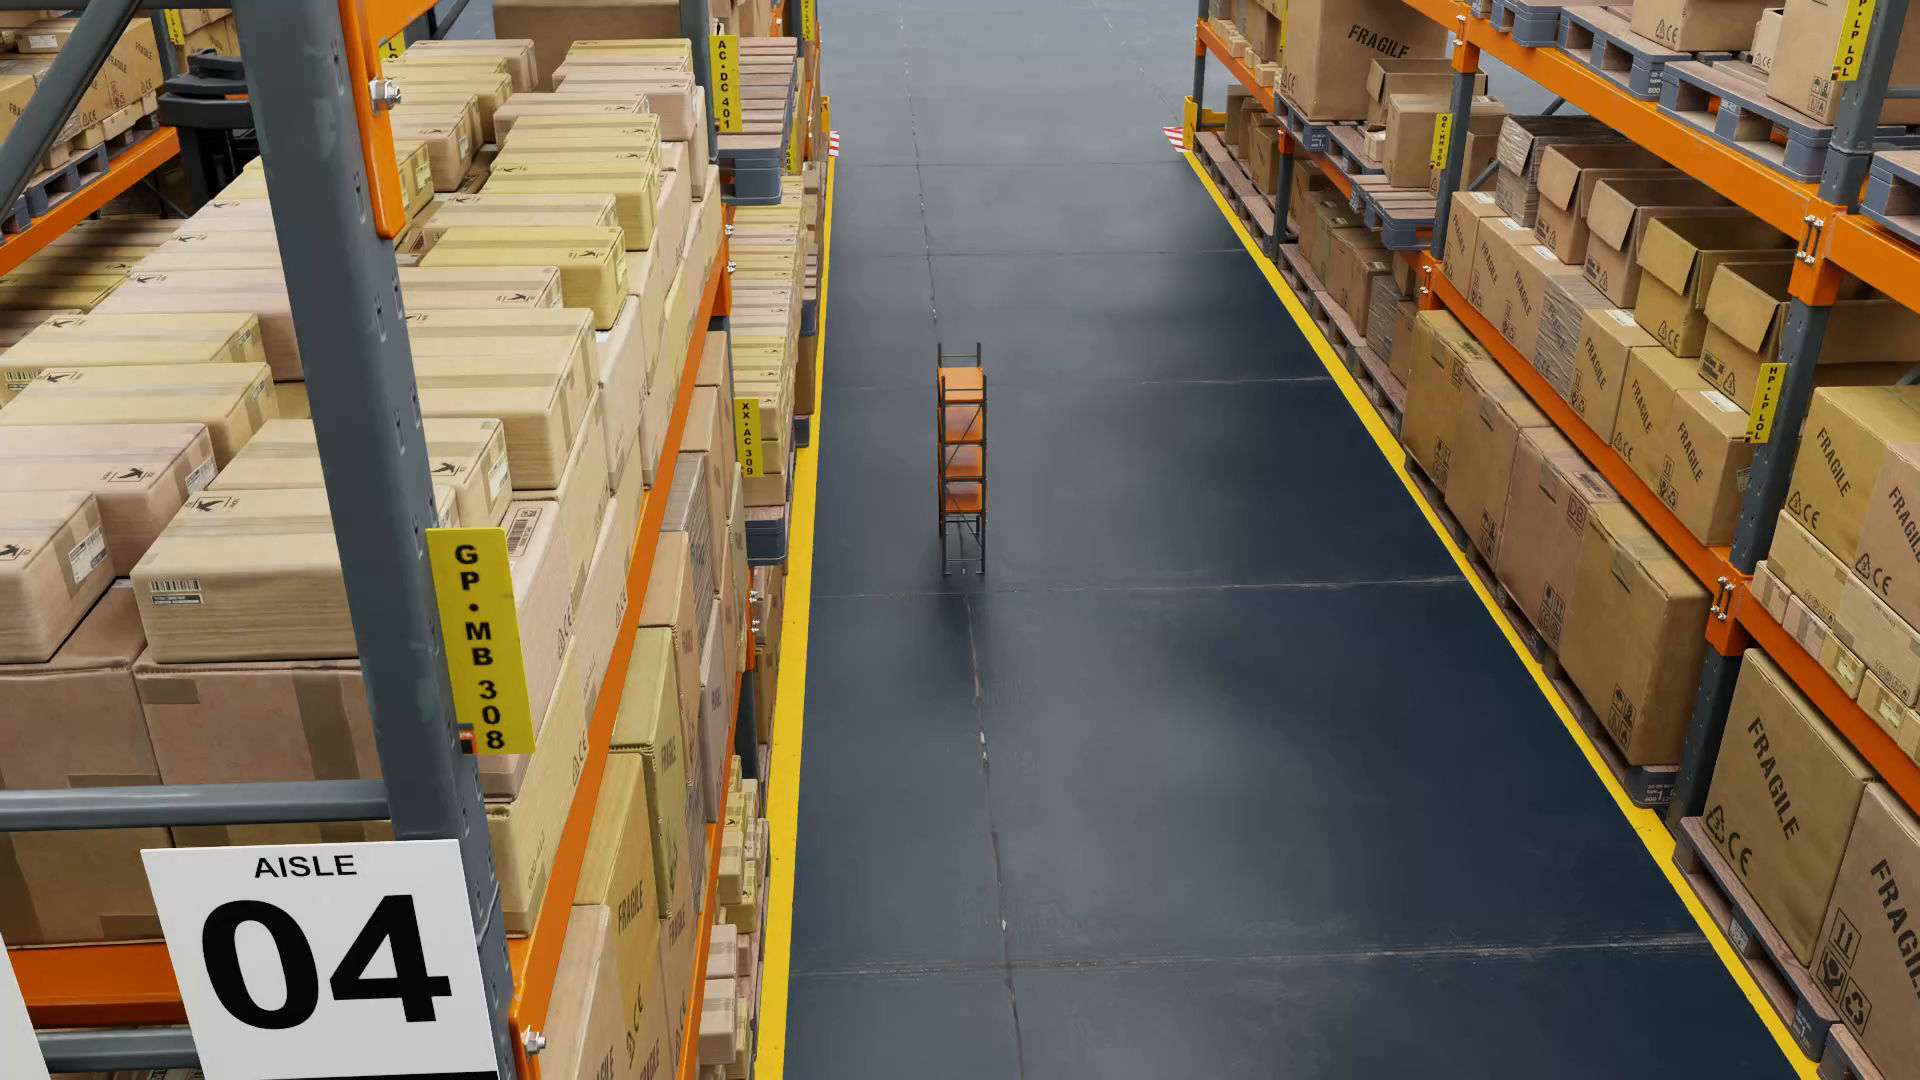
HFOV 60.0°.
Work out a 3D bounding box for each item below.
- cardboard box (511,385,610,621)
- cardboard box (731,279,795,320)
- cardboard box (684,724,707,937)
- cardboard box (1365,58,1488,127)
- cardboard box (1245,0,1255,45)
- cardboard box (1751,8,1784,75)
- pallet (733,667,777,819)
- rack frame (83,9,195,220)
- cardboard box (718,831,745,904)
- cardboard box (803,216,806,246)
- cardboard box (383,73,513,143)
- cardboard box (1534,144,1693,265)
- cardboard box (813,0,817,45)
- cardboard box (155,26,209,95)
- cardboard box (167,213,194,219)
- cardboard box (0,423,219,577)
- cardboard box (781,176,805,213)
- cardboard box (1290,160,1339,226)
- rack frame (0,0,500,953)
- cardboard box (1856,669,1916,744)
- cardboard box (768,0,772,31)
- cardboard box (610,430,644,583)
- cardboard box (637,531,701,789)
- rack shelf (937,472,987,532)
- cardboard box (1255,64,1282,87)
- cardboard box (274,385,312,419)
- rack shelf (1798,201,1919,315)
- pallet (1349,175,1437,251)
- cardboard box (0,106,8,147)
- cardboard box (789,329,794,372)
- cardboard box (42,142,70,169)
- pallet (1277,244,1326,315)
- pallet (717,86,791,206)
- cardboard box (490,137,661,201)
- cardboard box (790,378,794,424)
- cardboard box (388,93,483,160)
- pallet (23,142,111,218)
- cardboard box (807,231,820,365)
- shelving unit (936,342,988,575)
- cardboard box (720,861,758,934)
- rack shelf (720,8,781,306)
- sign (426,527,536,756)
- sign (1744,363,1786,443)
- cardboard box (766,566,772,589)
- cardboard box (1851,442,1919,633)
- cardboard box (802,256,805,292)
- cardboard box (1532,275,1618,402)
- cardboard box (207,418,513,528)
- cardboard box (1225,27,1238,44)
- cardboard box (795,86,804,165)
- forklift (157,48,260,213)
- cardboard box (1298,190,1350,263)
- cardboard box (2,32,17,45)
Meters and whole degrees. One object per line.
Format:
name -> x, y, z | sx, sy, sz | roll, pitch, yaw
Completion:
cardboard box -> -0.930, -0.074, 3.026 | 0.500, 0.250, 0.500 | -2, 28, -3
cardboard box -> -0.977, -1.114, 7.817 | 0.380, 0.149, 0.250 | 0, 28, -1
cardboard box -> -0.985, 0.763, 4.614 | 0.500, 0.500, 0.500 | -2, 28, -4
cardboard box -> 3.376, -3.187, 12.051 | 0.797, 0.503, 0.637 | 1, 28, 3
cardboard box -> 3.129, -4.831, 15.339 | 0.875, 0.500, 0.500 | -1, 28, -3
cardboard box -> 3.644, -2.044, 6.825 | 0.500, 0.311, 0.500 | -2, 28, -4
pallet -> -1.389, 0.891, 7.813 | 1.003, 0.211, 1.213 | -1, 28, -3
rack frame -> -6.703, -3.514, 13.244 | 1.000, 3.000, 0.127 | -1, 28, -3
cardboard box -> -0.996, 1.218, 6.156 | 0.380, 0.149, 0.250 | -2, 28, -3
cardboard box -> -1.060, -1.699, 9.260 | 0.380, 0.149, 0.250 | 0, 28, -1
cardboard box -> -1.523, -1.267, 4.881 | 0.380, 0.149, 0.250 | -2, 28, -3
cardboard box -> 3.456, -1.756, 8.681 | 0.797, 0.503, 0.637 | -1, 28, -1
cardboard box -> -1.859, -5.170, 16.257 | 0.875, 0.550, 0.550 | -1, 28, -3
cardboard box -> -6.448, -3.900, 13.554 | 0.500, 0.500, 0.500 | -1, 28, -3
cardboard box -> -6.464, -2.760, 14.318 | 0.500, 0.250, 0.500 | -3, 28, -5
cardboard box -> -1.386, -0.063, 2.573 | 0.380, 0.149, 0.250 | -1, 28, -2
cardboard box -> -1.073, -1.956, 9.431 | 0.380, 0.149, 0.250 | -2, 28, -5
cardboard box -> 3.213, -3.017, 14.540 | 0.500, 0.500, 0.500 | -2, 28, -4
rack frame -> -1.138, -0.798, 1.550 | 1.000, 3.000, 0.127 | -1, 28, -3
cardboard box -> 3.338, 0.562, 5.701 | 0.380, 0.149, 0.250 | -2, 28, -4
cardboard box -> -1.272, -2.950, 8.810 | 0.500, 0.500, 0.500 | -1, 28, -3
cardboard box -> -0.969, -0.096, 3.610 | 0.500, 0.250, 0.500 | -2, 28, -4
cardboard box -> -0.964, 0.319, 4.383 | 0.500, 0.500, 0.500 | -2, 28, -4
rack shelf -> 0.009, -0.220, 9.449 | 0.258, 0.148, 0.480 | -1, 28, -3
cardboard box -> 2.808, -4.079, 14.600 | 0.380, 0.149, 0.250 | -1, 28, -3
cardboard box -> -1.444, -0.066, 3.011 | 0.500, 0.250, 0.500 | -2, 28, -4
rack shelf -> 3.716, -0.146, 4.321 | 1.077, 0.370, 4.000 | -1, 28, -3
pallet -> 3.259, -2.148, 10.831 | 1.213, 0.211, 1.003 | -1, 28, -3
cardboard box -> -6.321, -2.483, 10.383 | 0.500, 0.500, 0.500 | 0, 28, 0
cardboard box -> -0.968, -0.869, 7.668 | 0.380, 0.149, 0.250 | 0, 28, -1
cardboard box -> -6.361, -2.644, 11.393 | 0.380, 0.149, 0.250 | -1, 28, -1
pallet -> 3.236, -2.157, 13.658 | 1.003, 0.211, 1.213 | -1, 28, -3
pallet -> -1.273, -1.520, 6.380 | 1.213, 0.211, 1.003 | -1, 28, -3
cardboard box -> -0.965, -0.913, 4.204 | 0.380, 0.149, 0.250 | -2, 28, -3
cardboard box -> -0.950, -0.613, 7.499 | 0.380, 0.149, 0.250 | -1, 28, -2
cardboard box -> -1.555, -1.145, 4.649 | 0.380, 0.149, 0.250 | -2, 28, -4
pallet -> -6.638, -2.495, 11.497 | 1.003, 0.211, 1.213 | -1, 28, -3
cardboard box -> -1.547, -1.709, 11.761 | 1.050, 0.750, 0.750 | -1, 28, -2
shelving unit -> 0.009, -0.456, 9.326 | 0.258, 1.200, 0.503 | -1, 28, -3
cardboard box -> -0.955, 1.346, 6.233 | 0.380, 0.149, 0.250 | -2, 28, -4
rack shelf -> -1.452, -1.920, 7.723 | 1.077, 0.370, 4.000 | -1, 28, -3
sign -> -0.596, 0.131, 2.067 | 0.100, 0.325, 0.005 | -1, 28, -3
sign -> 3.070, -0.520, 6.336 | 0.100, 0.325, 0.005 | -1, 28, -3
cardboard box -> -1.152, 0.010, 7.924 | 0.500, 0.250, 0.500 | -1, 28, -1
cardboard box -> 3.399, -0.002, 5.539 | 0.500, 0.500, 0.500 | -1, 28, -3
cardboard box -> -1.046, -1.458, 9.119 | 0.380, 0.149, 0.250 | -1, 28, -2
cardboard box -> 3.240, -1.014, 8.342 | 0.500, 0.500, 0.500 | -1, 28, -2
cardboard box -> -0.923, -0.074, 2.594 | 0.380, 0.149, 0.250 | 0, 28, -1
cardboard box -> 2.793, -4.890, 16.153 | 0.380, 0.149, 0.250 | -1, 28, -3
cardboard box -> -1.418, -3.023, 12.195 | 0.500, 0.500, 0.500 | -1, 28, -2
forklift -> -3.256, -1.195, 8.872 | 1.130, 2.935, 3.031 | -2, 28, -3
cardboard box -> 3.204, -2.556, 13.634 | 0.700, 0.500, 0.500 | -3, 28, -7
cardboard box -> -6.938, -3.422, 12.183 | 0.500, 0.500, 0.500 | -1, 28, -2
